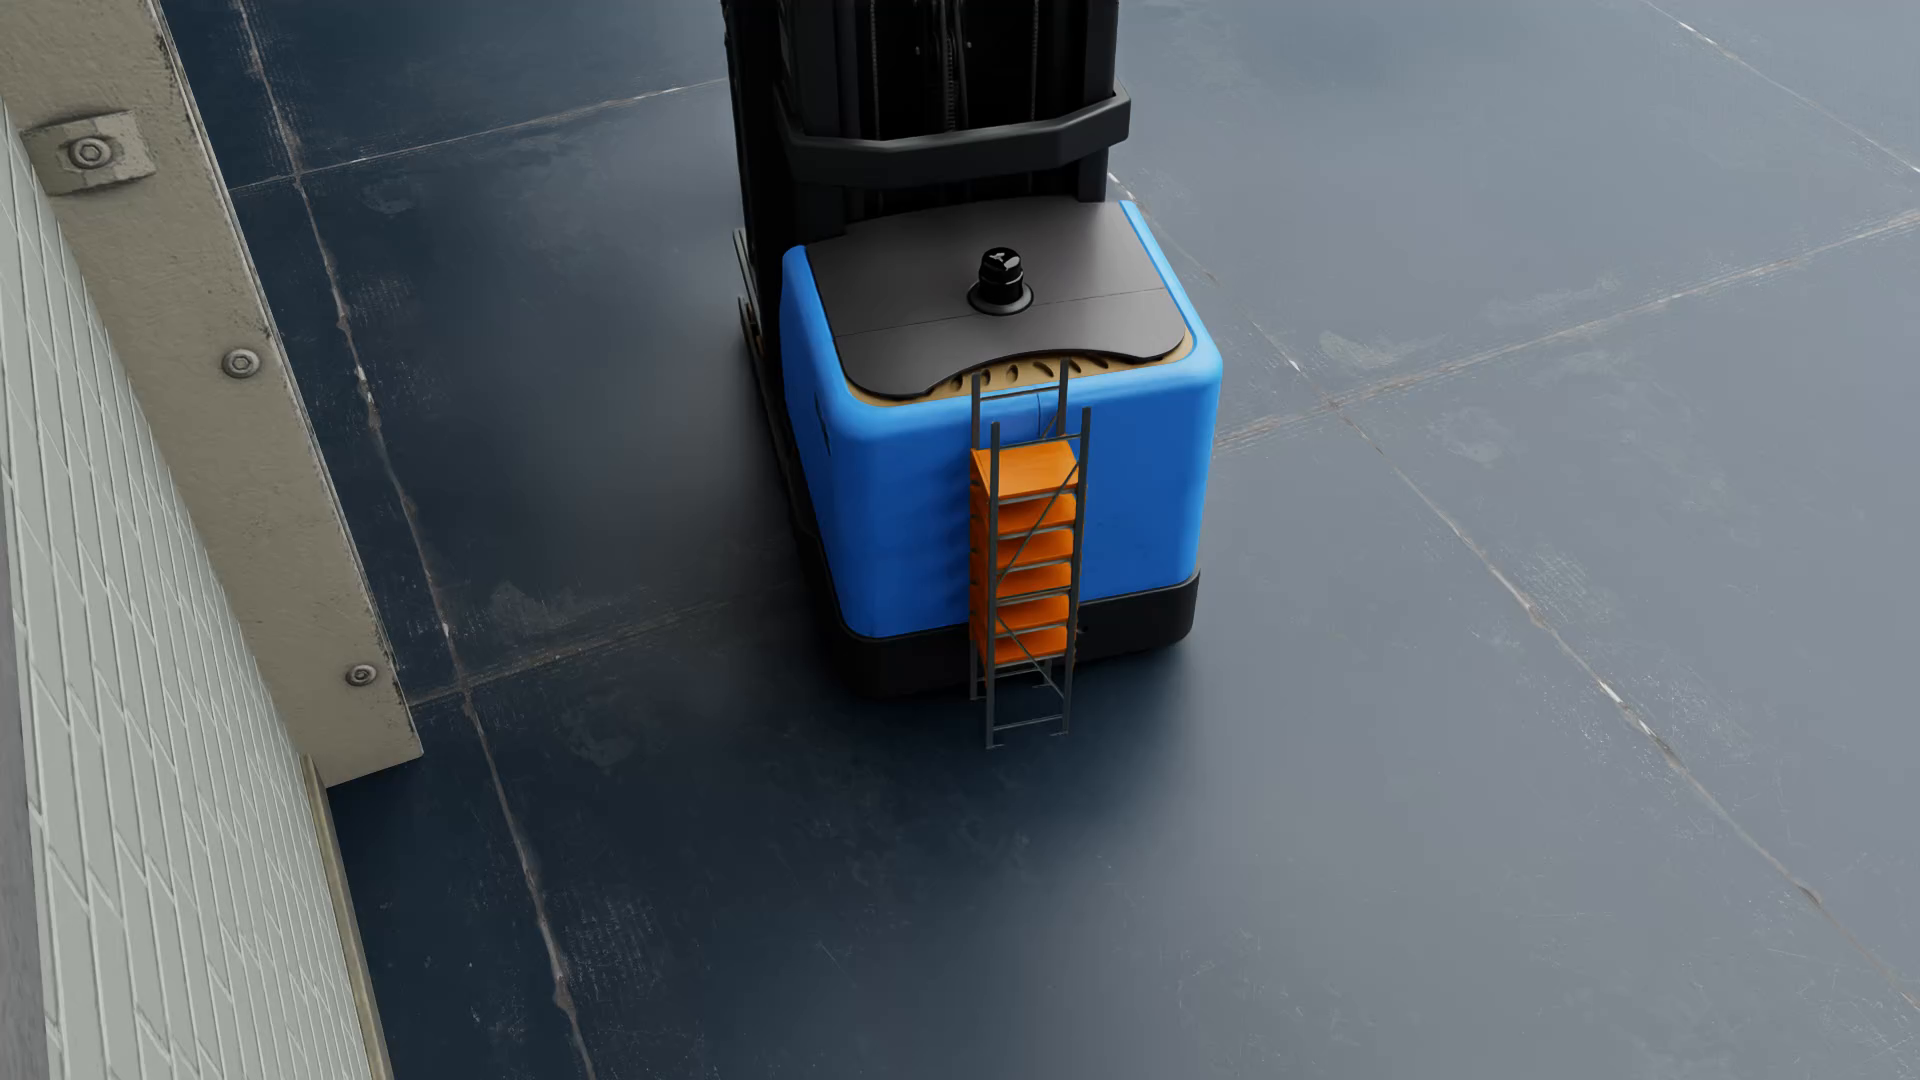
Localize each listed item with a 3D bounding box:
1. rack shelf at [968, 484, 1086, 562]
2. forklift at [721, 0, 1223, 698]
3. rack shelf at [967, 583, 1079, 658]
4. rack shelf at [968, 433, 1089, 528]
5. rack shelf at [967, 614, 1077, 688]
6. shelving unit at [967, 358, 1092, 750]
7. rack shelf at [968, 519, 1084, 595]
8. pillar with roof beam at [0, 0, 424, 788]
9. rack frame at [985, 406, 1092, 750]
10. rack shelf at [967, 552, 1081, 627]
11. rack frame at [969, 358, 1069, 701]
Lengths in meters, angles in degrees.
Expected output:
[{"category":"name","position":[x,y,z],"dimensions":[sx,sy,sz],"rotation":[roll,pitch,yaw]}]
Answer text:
[{"category":"rack shelf","position":[0.166,-0.063,4.181],"dimensions":[0.258,0.103,0.180],"rotation":[-10,45,-10]},{"category":"forklift","position":[-0.161,-1.650,4.835],"dimensions":[1.130,2.935,3.031],"rotation":[-10,45,-10]},{"category":"rack shelf","position":[0.166,0.193,4.434],"dimensions":[0.258,0.103,0.180],"rotation":[-10,45,-10]},{"category":"rack shelf","position":[0.166,-0.148,4.097],"dimensions":[0.258,0.103,0.180],"rotation":[-10,45,-10]},{"category":"rack shelf","position":[0.166,0.279,4.518],"dimensions":[0.258,0.103,0.180],"rotation":[-10,45,-10]},{"category":"shelving unit","position":[0.166,0.076,4.318],"dimensions":[0.258,1.200,0.189],"rotation":[-10,45,-10]},{"category":"rack shelf","position":[0.166,0.023,4.265],"dimensions":[0.258,0.103,0.180],"rotation":[-10,45,-10]},{"category":"pillar with roof beam","position":[2.187,-3.955,2.851],"dimensions":[9.100,9.000,0.400],"rotation":[-18,47,-17]},{"category":"rack frame","position":[0.188,0.139,4.255],"dimensions":[0.240,1.200,0.006],"rotation":[-10,45,-10]},{"category":"rack shelf","position":[0.166,0.108,4.349],"dimensions":[0.258,0.103,0.180],"rotation":[-10,45,-10]},{"category":"rack frame","position":[0.144,0.014,4.382],"dimensions":[0.240,1.200,0.006],"rotation":[-10,45,-10]}]
